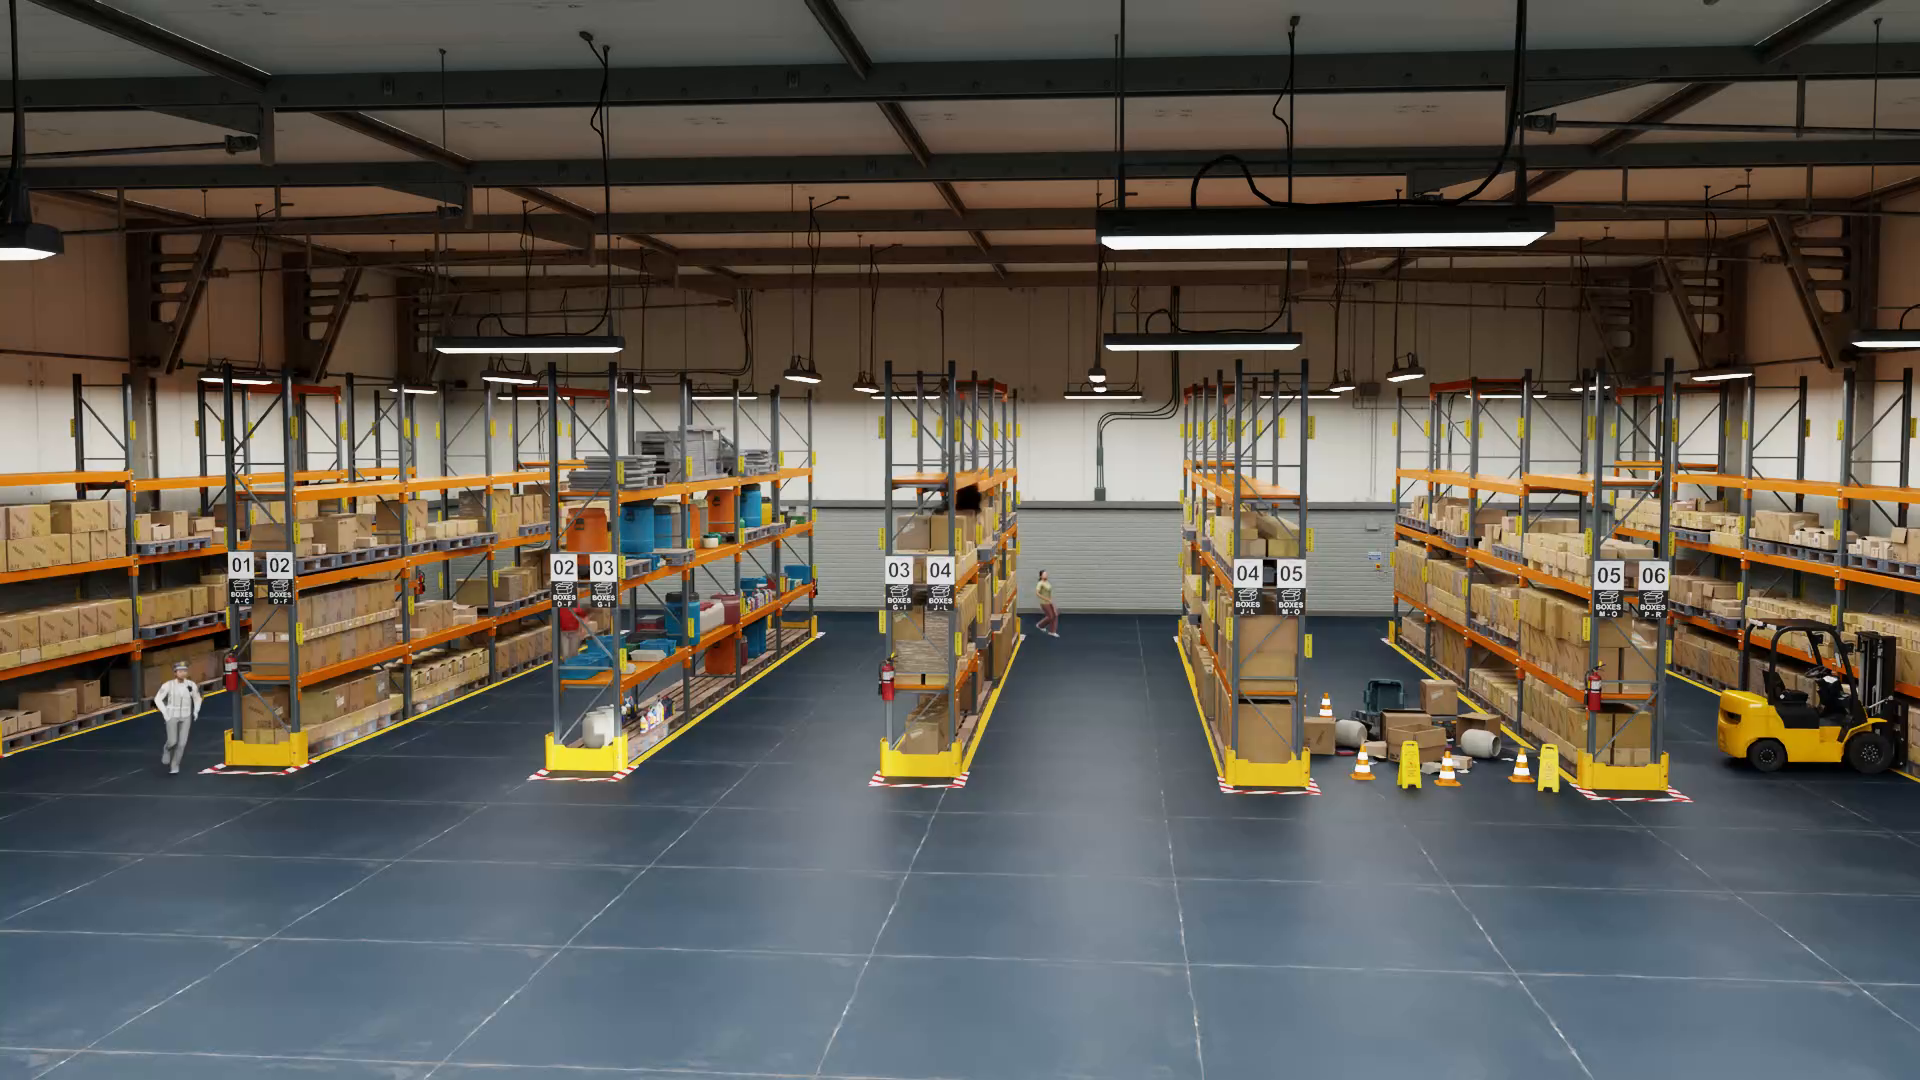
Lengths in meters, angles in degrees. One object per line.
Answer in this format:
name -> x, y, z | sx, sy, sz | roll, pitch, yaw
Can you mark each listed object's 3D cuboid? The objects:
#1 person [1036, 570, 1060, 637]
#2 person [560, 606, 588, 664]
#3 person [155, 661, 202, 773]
person -> 2.069, 1.546, 40.488 | 0.643, 1.640, 0.604 | 3, 5, 36
person -> -7.907, 1.950, 33.751 | 0.678, 1.694, 0.650 | 0, 4, 5
person -> -11.460, 2.585, 24.419 | 0.637, 1.627, 0.501 | -3, 5, -35
